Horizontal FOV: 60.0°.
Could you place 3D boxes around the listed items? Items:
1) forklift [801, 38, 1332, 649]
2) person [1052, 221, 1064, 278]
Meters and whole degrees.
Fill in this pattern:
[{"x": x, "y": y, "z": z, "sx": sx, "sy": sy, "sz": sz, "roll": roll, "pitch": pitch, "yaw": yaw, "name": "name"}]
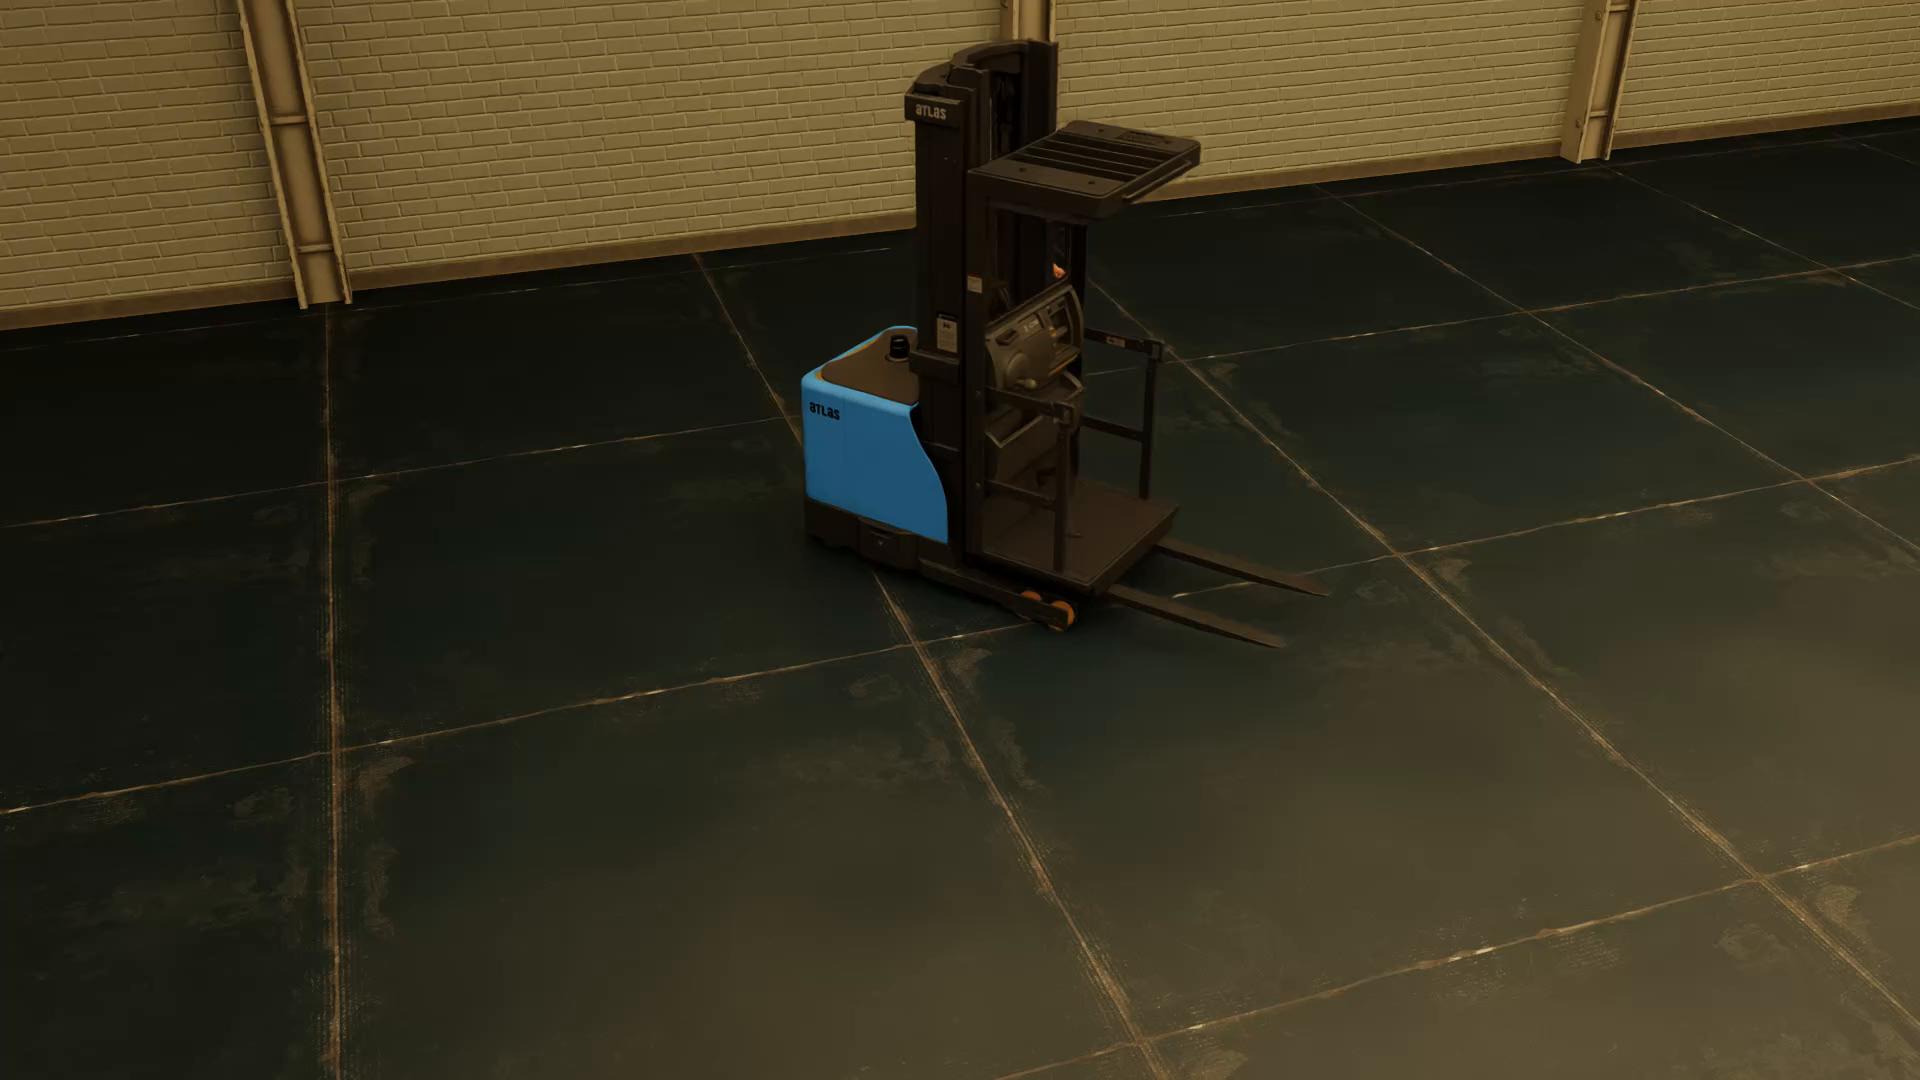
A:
[{"x": 0.585, "y": -1.071, "z": 8.948, "sx": 3.031, "sy": 2.935, "sz": 1.130, "roll": 18, "pitch": 35, "yaw": 28, "name": "forklift"}, {"x": 0.578, "y": -1.723, "z": 11.655, "sx": 0.749, "sy": 1.433, "sz": 0.771, "roll": -14, "pitch": 33, "yaw": -22, "name": "person"}]
